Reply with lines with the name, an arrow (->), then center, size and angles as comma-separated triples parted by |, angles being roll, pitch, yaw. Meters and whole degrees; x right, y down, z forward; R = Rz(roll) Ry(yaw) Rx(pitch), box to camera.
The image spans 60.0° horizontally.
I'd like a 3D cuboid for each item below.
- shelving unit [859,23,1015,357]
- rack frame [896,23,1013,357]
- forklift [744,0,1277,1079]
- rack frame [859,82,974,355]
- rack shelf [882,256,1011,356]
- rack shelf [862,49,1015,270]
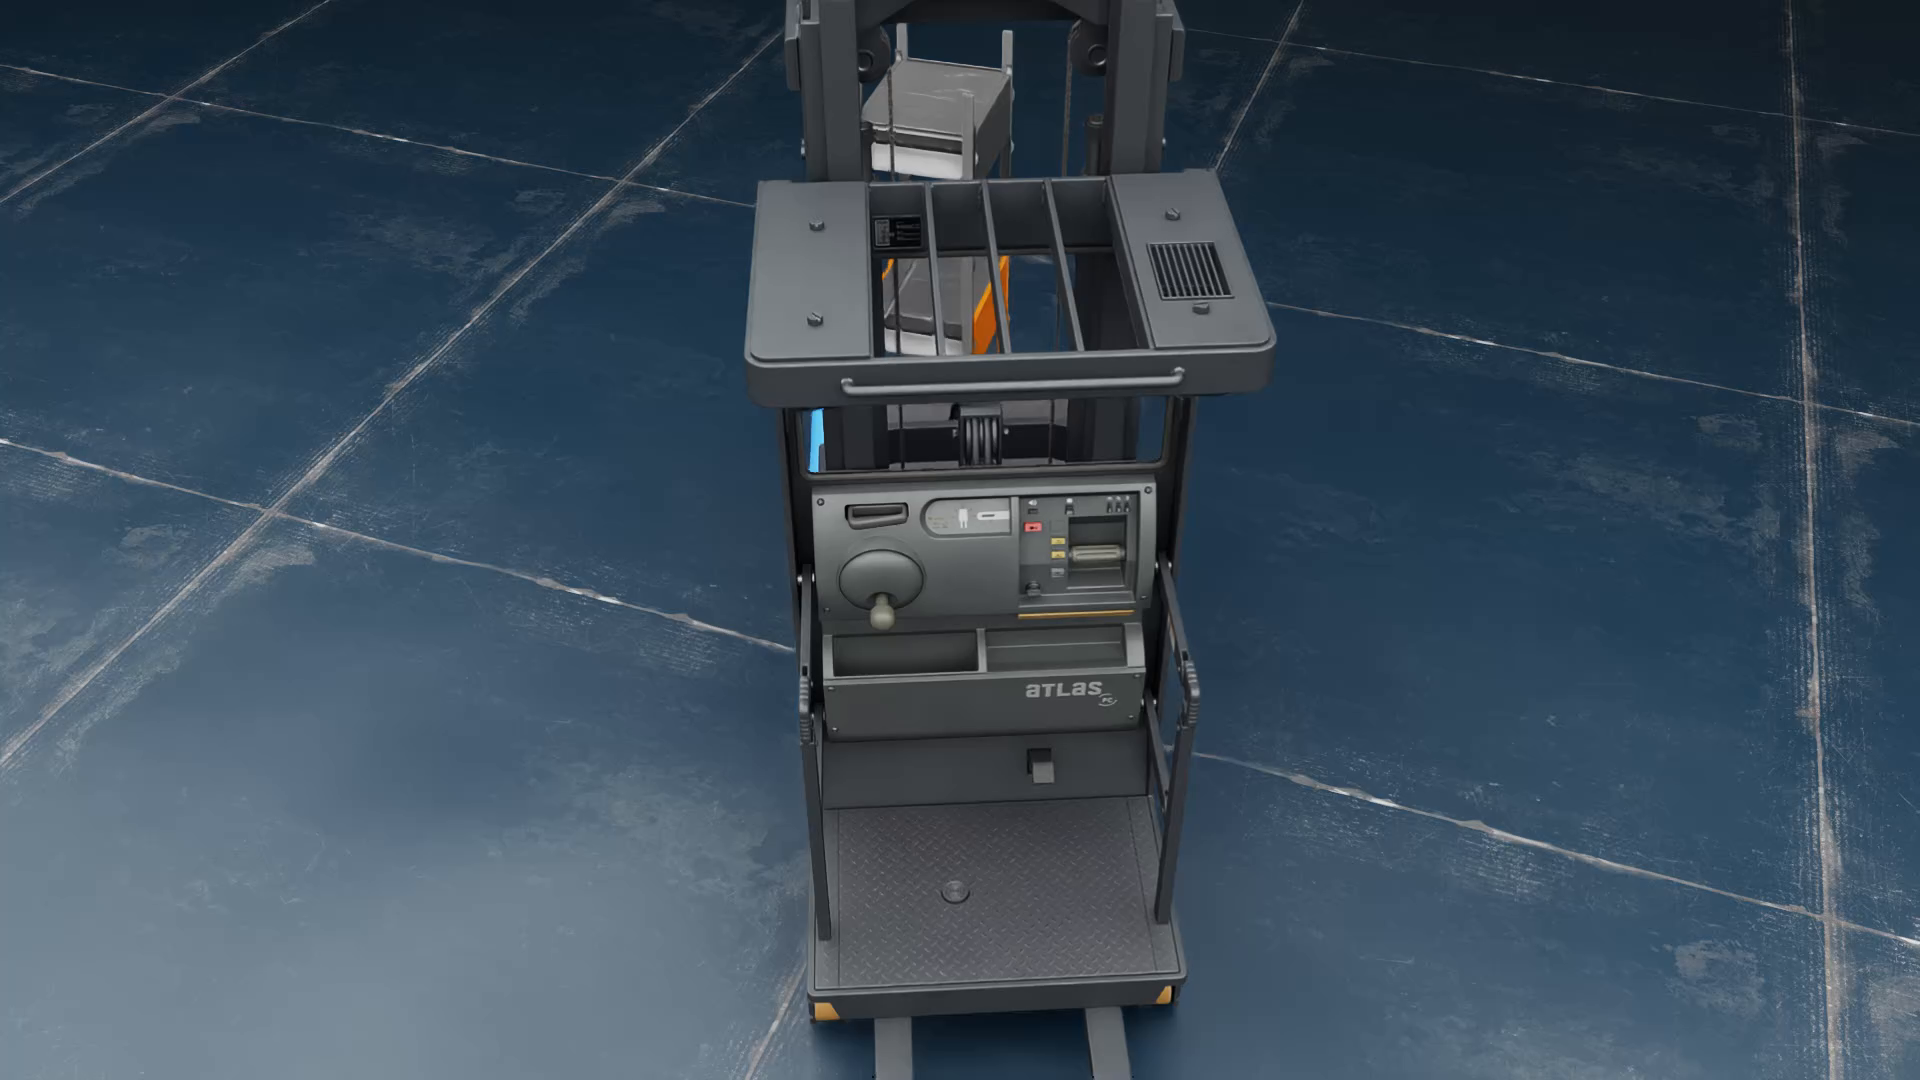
shelving unit -> -0.085, -0.757, 6.020 | 0.431, 2.100, 0.503 | 10, 42, 12
rack frame -> -0.019, -0.910, 6.198 | 0.400, 2.100, 0.015 | 10, 42, 12
forklift -> 0.083, 0.115, 4.357 | 1.130, 2.935, 3.031 | -2, 41, -2
rack frame -> -0.151, -0.605, 5.841 | 0.400, 2.100, 0.015 | 10, 42, 12
rack shelf -> -0.085, -0.747, 6.029 | 0.431, 0.518, 0.480 | 10, 42, 12
rack shelf -> -0.085, -1.279, 5.574 | 0.431, 0.518, 0.480 | 10, 42, 12
